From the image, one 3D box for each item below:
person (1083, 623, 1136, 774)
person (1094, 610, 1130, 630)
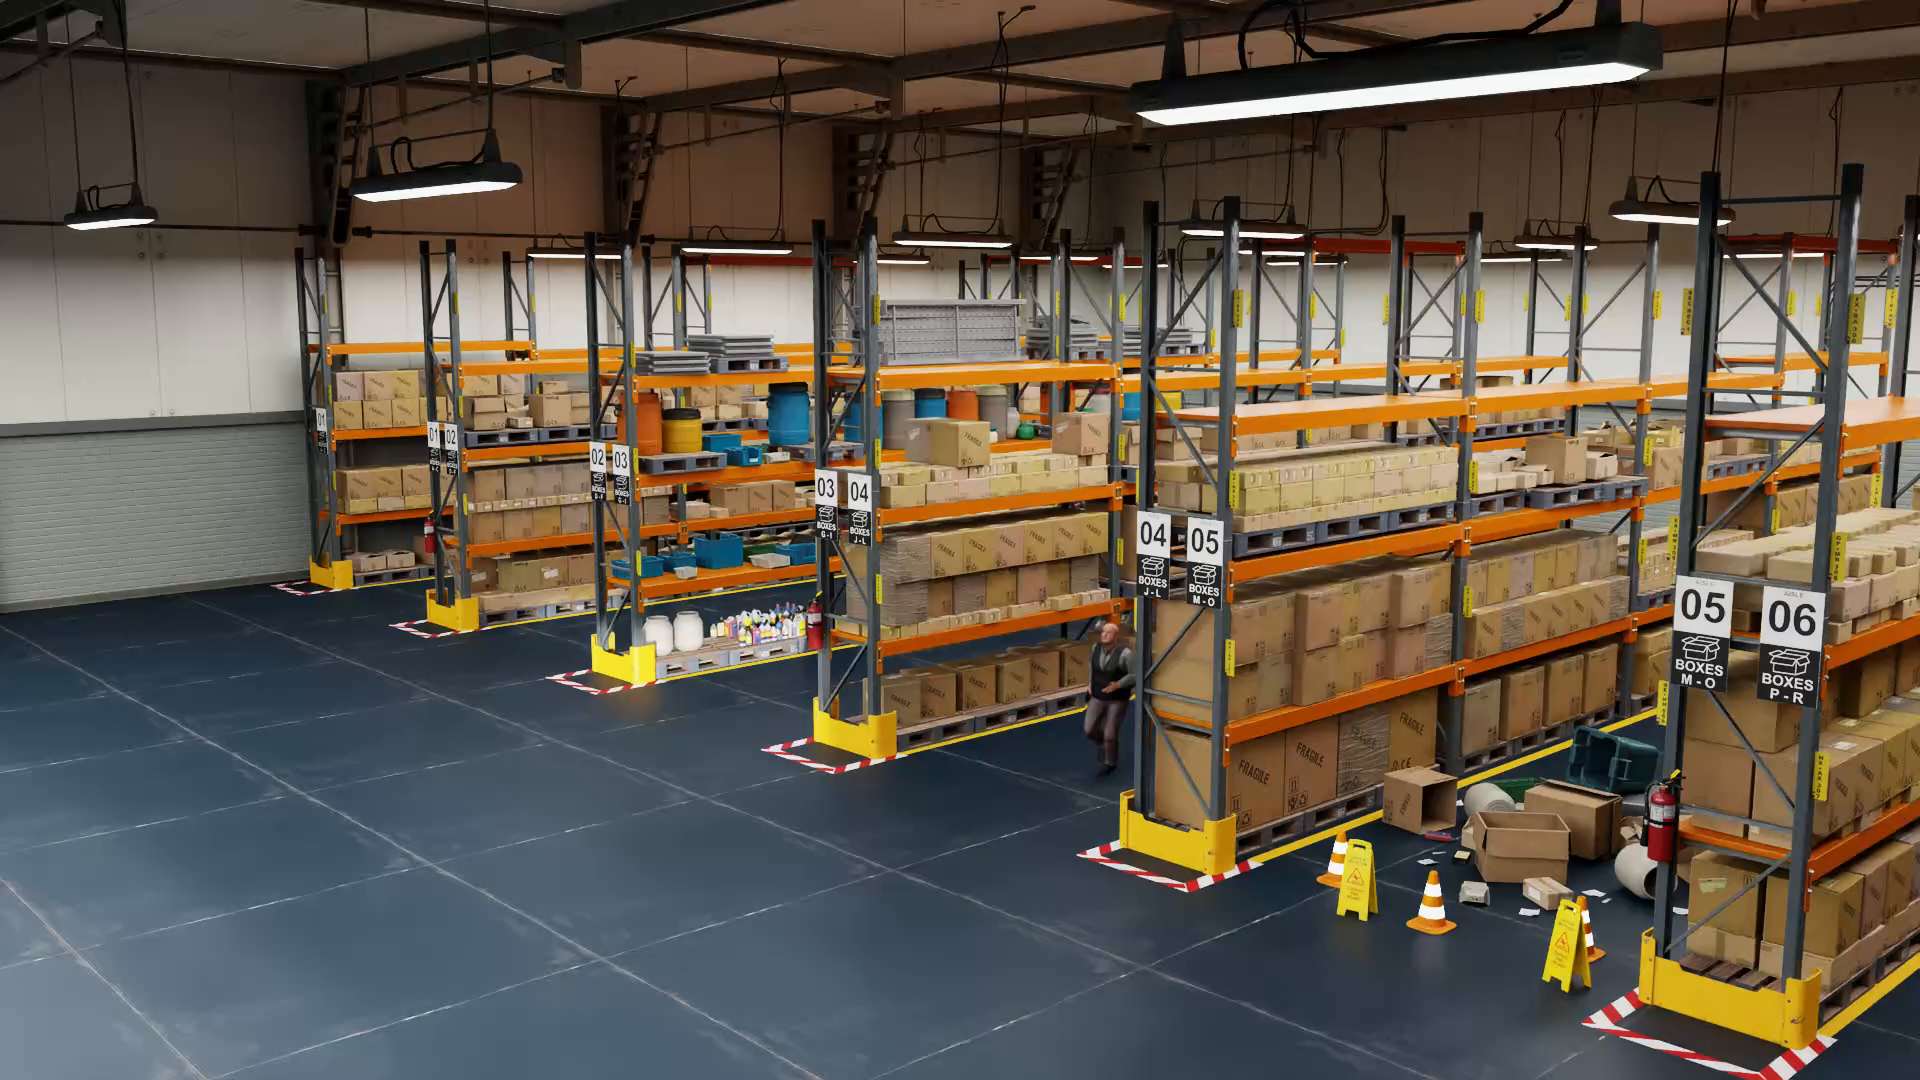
[{"bbox_3d":[1.588,1.721,17.926,0.665,1.679,0.569,5,10,30],"label":"person"},{"bbox_3d":[2.243,0.500,24.511,0.511,1.667,0.700,8,11,42],"label":"person"}]
